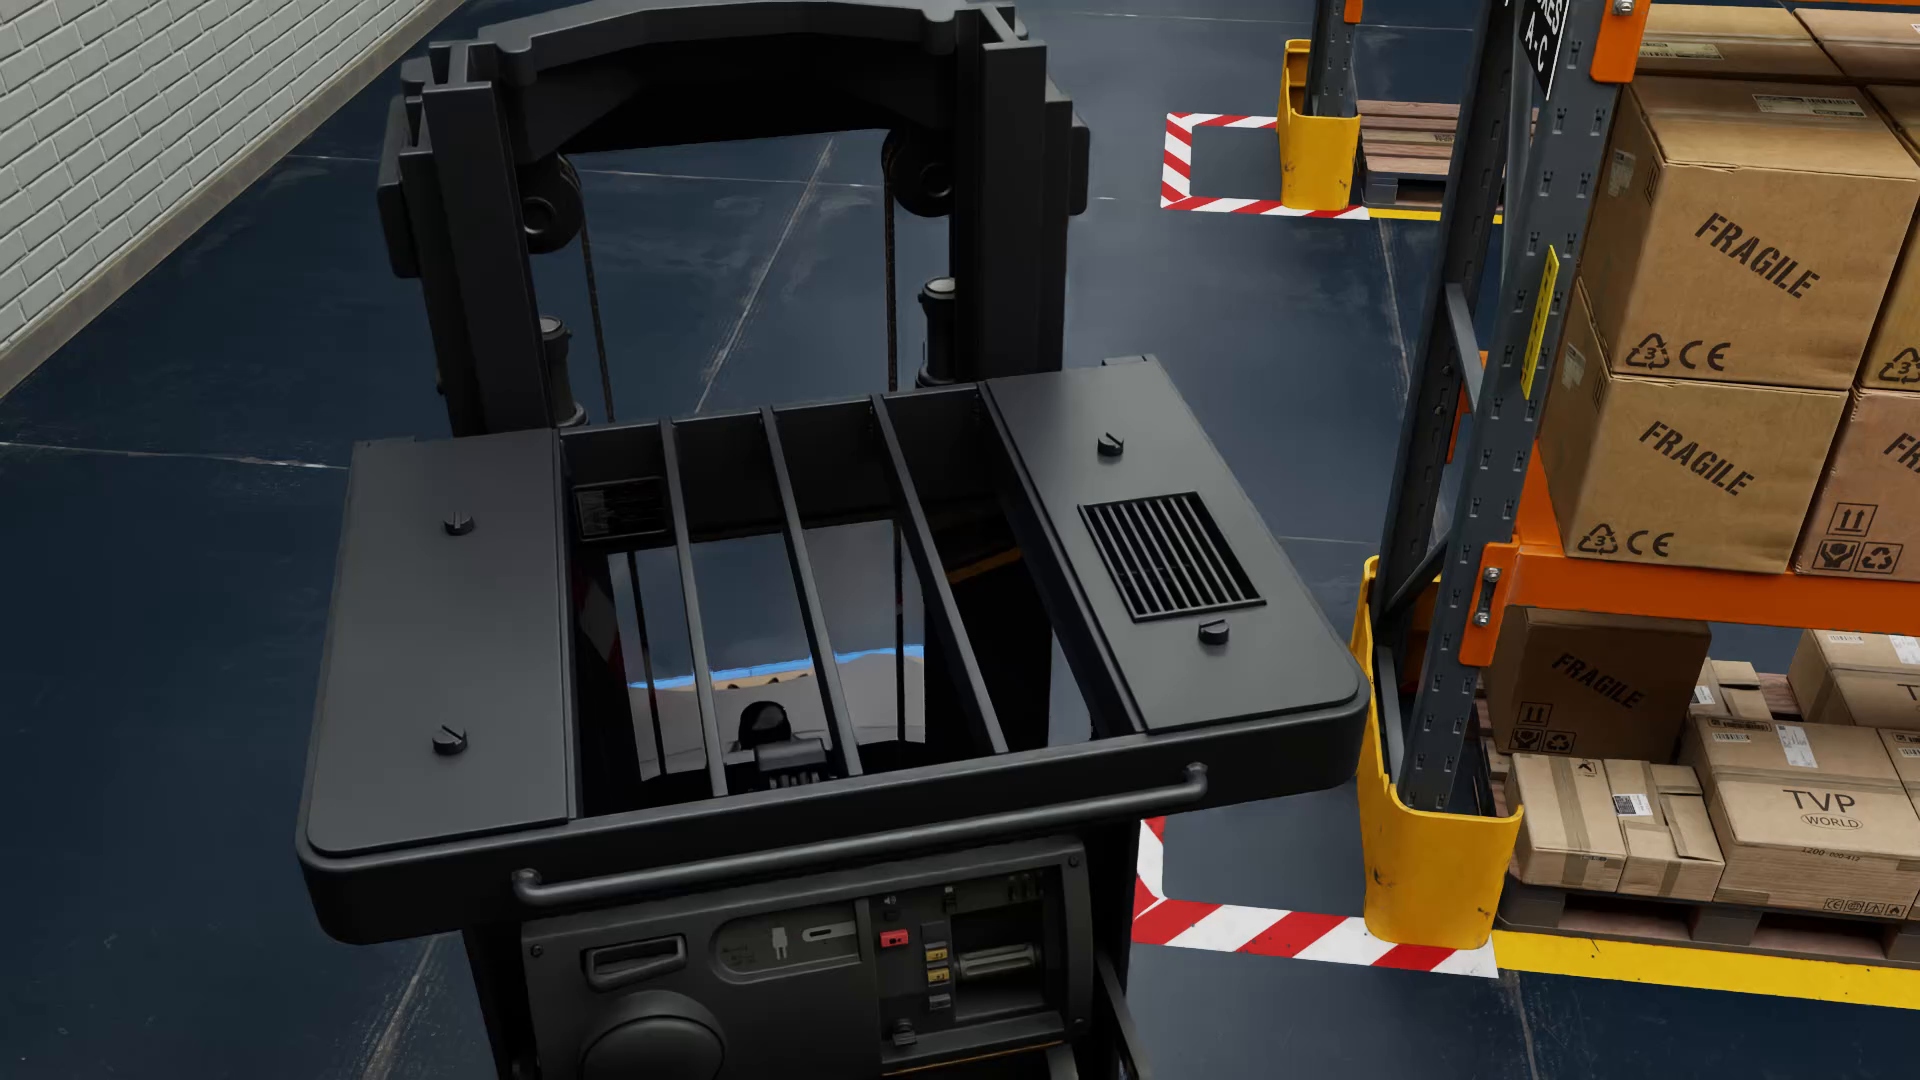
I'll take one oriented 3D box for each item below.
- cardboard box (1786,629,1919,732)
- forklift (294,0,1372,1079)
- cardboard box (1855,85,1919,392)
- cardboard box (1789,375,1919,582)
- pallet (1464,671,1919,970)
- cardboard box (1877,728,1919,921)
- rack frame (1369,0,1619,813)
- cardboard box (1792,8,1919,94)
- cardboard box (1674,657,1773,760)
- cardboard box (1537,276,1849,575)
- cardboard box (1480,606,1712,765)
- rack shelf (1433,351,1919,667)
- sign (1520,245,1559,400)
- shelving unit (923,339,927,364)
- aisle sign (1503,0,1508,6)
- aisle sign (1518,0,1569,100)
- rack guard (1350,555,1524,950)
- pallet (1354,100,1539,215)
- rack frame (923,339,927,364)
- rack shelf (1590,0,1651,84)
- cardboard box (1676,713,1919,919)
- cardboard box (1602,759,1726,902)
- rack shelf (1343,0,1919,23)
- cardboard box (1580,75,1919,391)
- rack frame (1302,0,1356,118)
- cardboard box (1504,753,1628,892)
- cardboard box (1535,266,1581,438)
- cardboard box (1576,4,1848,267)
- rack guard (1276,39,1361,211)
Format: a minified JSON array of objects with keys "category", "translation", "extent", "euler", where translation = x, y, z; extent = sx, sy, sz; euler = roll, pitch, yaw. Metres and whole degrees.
[{"category":"cardboard box","translation":[2.822,0.500,4.956],"extent":[0.500,0.250,0.500],"euler":[4,36,6]},{"category":"forklift","translation":[-0.187,0.814,2.586],"extent":[1.130,2.935,3.031],"euler":[-7,36,-10]},{"category":"cardboard box","translation":[2.239,-0.655,3.639],"extent":[0.500,0.500,0.500],"euler":[5,36,6]},{"category":"cardboard box","translation":[2.232,-0.247,3.928],"extent":[0.500,0.500,0.500],"euler":[4,36,5]},{"category":"pallet","translation":[2.179,0.773,4.985],"extent":[1.213,0.211,1.003],"euler":[4,36,6]},{"category":"cardboard box","translation":[2.808,0.792,4.547],"extent":[0.500,0.250,0.500],"euler":[4,36,6]},{"category":"rack frame","translation":[1.313,-0.426,4.265],"extent":[0.127,3.000,1.000],"euler":[4,36,6]},{"category":"cardboard box","translation":[2.291,-0.962,4.070],"extent":[0.500,0.500,0.500],"euler":[5,36,7]},{"category":"cardboard box","translation":[2.274,0.528,4.988],"extent":[0.250,0.166,0.380],"euler":[4,36,6]},{"category":"cardboard box","translation":[1.719,-0.282,3.977],"extent":[0.500,0.500,0.500],"euler":[5,36,7]},{"category":"cardboard box","translation":[1.884,0.311,5.006],"extent":[0.500,0.500,0.500],"euler":[4,36,6]},{"category":"rack shelf","translation":[3.297,0.015,4.267],"extent":[4.000,0.370,1.077],"euler":[4,36,6]},{"category":"sign","translation":[1.244,-0.466,3.575],"extent":[0.005,0.325,0.100],"euler":[4,36,6]},{"category":"shelving unit","translation":[-0.008,-0.367,5.989],"extent":[0.210,0.900,0.258],"euler":[4,36,6]},{"category":"aisle sign","translation":[1.284,-1.666,3.764],"extent":[0.004,0.787,0.394],"euler":[4,36,6]},{"category":"aisle sign","translation":[1.208,-1.320,3.280],"extent":[0.004,0.787,0.394],"euler":[4,36,6]},{"category":"rack guard","translation":[1.388,0.597,4.983],"extent":[0.348,0.500,1.175],"euler":[4,36,6]},{"category":"pallet","translation":[2.761,-2.062,8.957],"extent":[1.213,0.211,1.003],"euler":[4,36,6]},{"category":"rack frame","translation":[-0.109,-0.374,6.000],"extent":[0.006,0.900,0.240],"euler":[4,36,6]},{"category":"rack shelf","translation":[3.297,-1.206,3.395],"extent":[4.000,0.370,1.077],"euler":[4,36,6]},{"category":"cardboard box","translation":[2.312,0.755,4.599],"extent":[0.500,0.250,0.500],"euler":[4,36,6]},{"category":"cardboard box","translation":[1.932,0.796,4.613],"extent":[0.250,0.166,0.380],"euler":[4,36,6]},{"category":"rack shelf","translation":[3.931,-2.839,8.265],"extent":[4.000,0.370,1.077],"euler":[4,36,6]},{"category":"cardboard box","translation":[1.719,-0.689,3.687],"extent":[0.500,0.500,0.500],"euler":[5,36,7]},{"category":"rack frame","translation":[1.947,-3.280,8.264],"extent":[0.127,3.000,1.000],"euler":[4,36,6]},{"category":"cardboard box","translation":[1.684,0.784,4.644],"extent":[0.250,0.149,0.380],"euler":[4,36,6]},{"category":"cardboard box","translation":[1.792,-0.591,4.409],"extent":[0.500,0.500,0.500],"euler":[5,36,7]},{"category":"cardboard box","translation":[1.789,-0.999,4.121],"extent":[0.500,0.500,0.500],"euler":[4,36,6]},{"category":"rack guard","translation":[1.922,-2.257,8.982],"extent":[0.348,0.500,1.175],"euler":[4,36,6]}]
